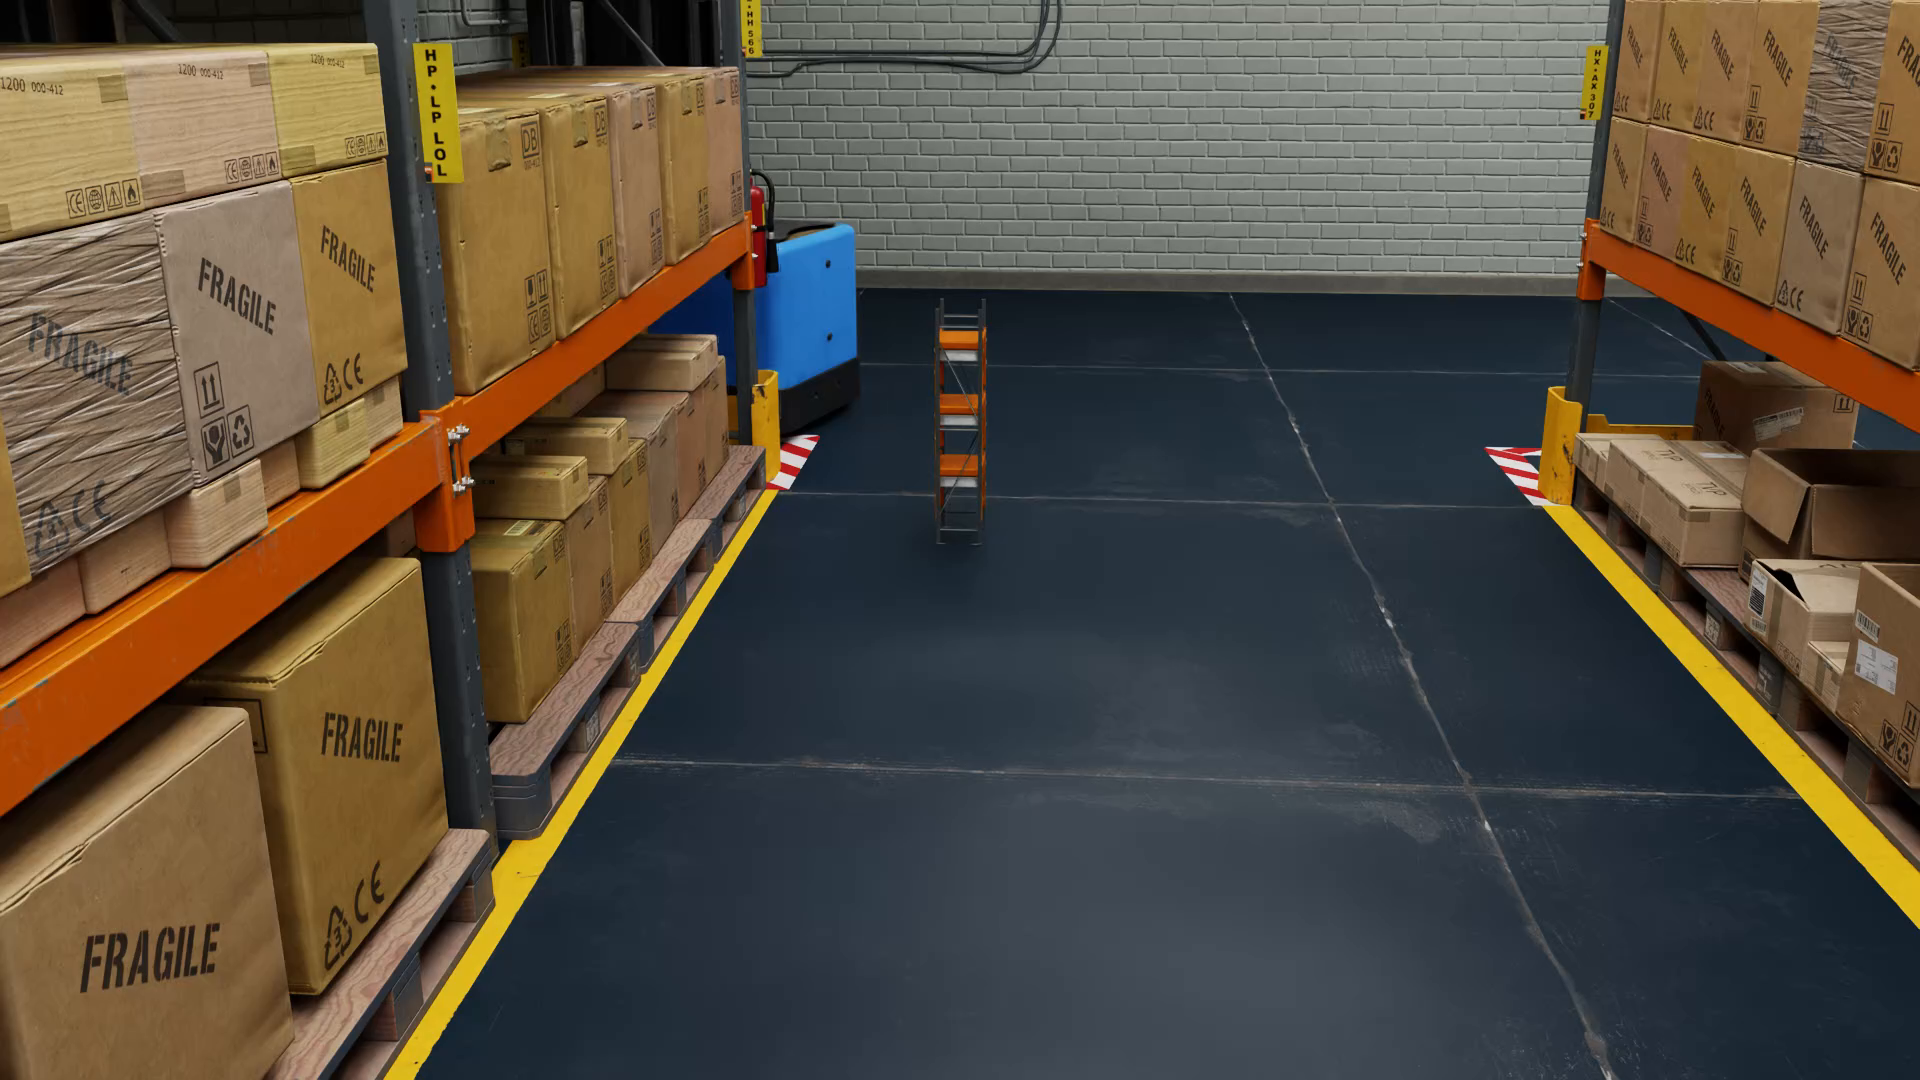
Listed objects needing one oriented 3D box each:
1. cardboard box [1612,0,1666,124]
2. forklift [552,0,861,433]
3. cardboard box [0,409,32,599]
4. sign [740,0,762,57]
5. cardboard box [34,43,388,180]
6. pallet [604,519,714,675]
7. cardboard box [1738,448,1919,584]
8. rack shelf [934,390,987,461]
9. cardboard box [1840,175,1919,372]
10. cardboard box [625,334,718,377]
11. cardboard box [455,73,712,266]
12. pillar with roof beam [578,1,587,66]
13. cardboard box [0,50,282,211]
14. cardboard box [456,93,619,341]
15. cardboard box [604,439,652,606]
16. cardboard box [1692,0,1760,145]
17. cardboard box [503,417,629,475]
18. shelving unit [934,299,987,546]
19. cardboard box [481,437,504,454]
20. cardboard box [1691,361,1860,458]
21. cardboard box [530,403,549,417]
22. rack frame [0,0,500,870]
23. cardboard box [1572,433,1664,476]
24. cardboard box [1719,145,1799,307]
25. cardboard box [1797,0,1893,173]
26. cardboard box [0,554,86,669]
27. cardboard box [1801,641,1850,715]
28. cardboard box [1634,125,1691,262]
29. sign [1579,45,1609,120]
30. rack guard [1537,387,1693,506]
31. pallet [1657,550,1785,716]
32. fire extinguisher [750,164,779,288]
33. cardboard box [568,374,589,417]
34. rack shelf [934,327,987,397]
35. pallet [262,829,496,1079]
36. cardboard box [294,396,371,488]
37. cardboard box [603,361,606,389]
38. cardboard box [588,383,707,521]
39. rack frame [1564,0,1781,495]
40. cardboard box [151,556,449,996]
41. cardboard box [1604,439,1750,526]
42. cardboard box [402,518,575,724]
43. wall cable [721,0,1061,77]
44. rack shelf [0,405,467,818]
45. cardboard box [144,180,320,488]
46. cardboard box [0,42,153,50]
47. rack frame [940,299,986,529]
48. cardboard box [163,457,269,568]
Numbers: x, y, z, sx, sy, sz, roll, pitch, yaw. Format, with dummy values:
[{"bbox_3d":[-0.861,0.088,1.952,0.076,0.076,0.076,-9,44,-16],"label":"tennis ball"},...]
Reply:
[{"bbox_3d":[3.132,-2.046,7.084,0.500,0.500,0.500,2,18,6],"label":"cardboard box"},{"bbox_3d":[-2.156,-2.207,9.450,3.031,2.935,1.130,7,19,20],"label":"forklift"},{"bbox_3d":[-1.684,-0.102,2.247,0.500,0.500,0.500,2,18,5],"label":"cardboard box"},{"bbox_3d":[-0.974,-2.411,7.725,0.100,0.325,0.005,1,18,4],"label":"sign"},{"bbox_3d":[-1.579,-0.927,3.559,0.500,0.250,0.500,2,18,5],"label":"cardboard box"},{"bbox_3d":[-1.583,0.188,6.510,1.003,0.211,1.213,1,18,4],"label":"pallet"},{"bbox_3d":[3.270,-0.020,5.968,0.797,0.503,0.637,1,18,4],"label":"cardboard box"},{"bbox_3d":[0.004,-0.505,7.314,0.215,0.259,0.240,1,18,4],"label":"rack shelf"},{"bbox_3d":[2.956,-0.782,4.831,0.500,0.500,0.500,2,18,5],"label":"cardboard box"},{"bbox_3d":[-1.292,-0.821,7.410,0.380,0.149,0.250,1,18,3],"label":"cardboard box"},{"bbox_3d":[-1.582,-1.523,6.771,0.980,0.700,0.700,1,18,3],"label":"cardboard box"},{"bbox_3d":[2.111,-5.378,9.383,9.100,9.000,0.400,1,18,4],"label":"pillar with roof beam"},{"bbox_3d":[-1.625,-0.768,3.075,0.500,0.250,0.500,2,18,5],"label":"cardboard box"},{"bbox_3d":[-1.688,-1.060,5.358,0.980,0.700,0.700,1,18,3],"label":"cardboard box"},{"bbox_3d":[-1.567,-0.080,6.189,0.700,0.500,0.500,2,18,5],"label":"cardboard box"},{"bbox_3d":[3.062,-1.728,6.114,0.500,0.500,0.500,2,18,5],"label":"cardboard box"},{"bbox_3d":[-1.401,-0.337,5.932,0.380,0.149,0.250,1,18,2],"label":"cardboard box"},{"bbox_3d":[0.004,-0.516,7.310,0.215,1.050,0.252,1,18,4],"label":"shelving unit"},{"bbox_3d":[-1.799,-0.277,5.751,0.380,0.149,0.250,1,18,2],"label":"cardboard box"},{"bbox_3d":[3.634,-0.502,7.447,0.500,0.500,0.500,1,18,4],"label":"cardboard box"},{"bbox_3d":[-1.763,-0.436,6.235,0.380,0.149,0.250,1,18,3],"label":"cardboard box"},{"bbox_3d":[-1.801,-0.523,4.201,1.000,3.000,0.127,1,18,4],"label":"rack frame"},{"bbox_3d":[3.054,-0.387,7.660,0.380,0.149,0.250,1,18,4],"label":"cardboard box"},{"bbox_3d":[3.024,-1.100,5.801,0.500,0.500,0.500,2,18,5],"label":"cardboard box"},{"bbox_3d":[2.989,-1.414,5.156,0.500,0.500,0.500,1,18,4],"label":"cardboard box"},{"bbox_3d":[-1.677,0.092,2.696,0.380,0.149,0.250,1,18,2],"label":"cardboard box"},{"bbox_3d":[2.865,0.431,5.161,0.380,0.149,0.250,1,18,4],"label":"cardboard box"},{"bbox_3d":[3.101,-1.411,6.750,0.500,0.500,0.500,1,18,3],"label":"cardboard box"},{"bbox_3d":[2.886,-2.079,7.560,0.100,0.325,0.005,1,18,4],"label":"sign"},{"bbox_3d":[3.422,-0.444,7.975,1.175,0.500,0.348,1,18,4],"label":"rack guard"},{"bbox_3d":[3.276,0.319,6.111,1.003,0.211,1.213,1,18,4],"label":"pallet"},{"bbox_3d":[-1.043,-1.587,8.174,0.296,0.674,0.183,1,18,4],"label":"fire extinguisher"},{"bbox_3d":[-1.726,-0.594,6.718,0.380,0.149,0.250,2,18,5],"label":"cardboard box"},{"bbox_3d":[0.004,-0.775,7.225,0.215,0.259,0.240,1,18,4],"label":"rack shelf"},{"bbox_3d":[-1.781,1.044,3.898,1.003,0.211,1.213,1,18,4],"label":"pallet"},{"bbox_3d":[-1.537,-0.222,3.656,0.380,0.149,0.250,2,18,5],"label":"cardboard box"},{"bbox_3d":[-1.690,-0.751,7.196,0.380,0.149,0.250,1,18,4],"label":"cardboard box"},{"bbox_3d":[-1.500,-0.402,7.171,0.700,0.500,0.500,1,18,4],"label":"cardboard box"},{"bbox_3d":[3.427,-1.655,7.658,1.000,3.000,0.127,1,18,4],"label":"rack frame"},{"bbox_3d":[-1.718,0.504,3.845,0.750,0.750,0.750,1,18,5],"label":"cardboard box"},{"bbox_3d":[3.069,-0.240,7.048,0.500,0.250,0.500,1,18,4],"label":"cardboard box"},{"bbox_3d":[-1.645,0.236,5.226,0.700,0.500,0.500,2,18,5],"label":"cardboard box"},{"bbox_3d":[-0.752,-4.889,12.878,3.097,2.526,0.112,1,18,4],"label":"wall cable"},{"bbox_3d":[-1.944,0.440,2.417,1.077,0.370,4.000,1,18,4],"label":"rack shelf"},{"bbox_3d":[-1.609,-0.413,3.197,0.500,0.500,0.500,1,18,4],"label":"cardboard box"},{"bbox_3d":[-2.094,-0.940,3.601,0.500,0.250,0.500,2,18,6],"label":"cardboard box"},{"bbox_3d":[0.013,-0.553,7.426,0.200,1.050,0.008,1,18,4],"label":"rack frame"},{"bbox_3d":[-1.561,-0.060,3.159,0.380,0.149,0.250,1,18,4],"label":"cardboard box"}]
